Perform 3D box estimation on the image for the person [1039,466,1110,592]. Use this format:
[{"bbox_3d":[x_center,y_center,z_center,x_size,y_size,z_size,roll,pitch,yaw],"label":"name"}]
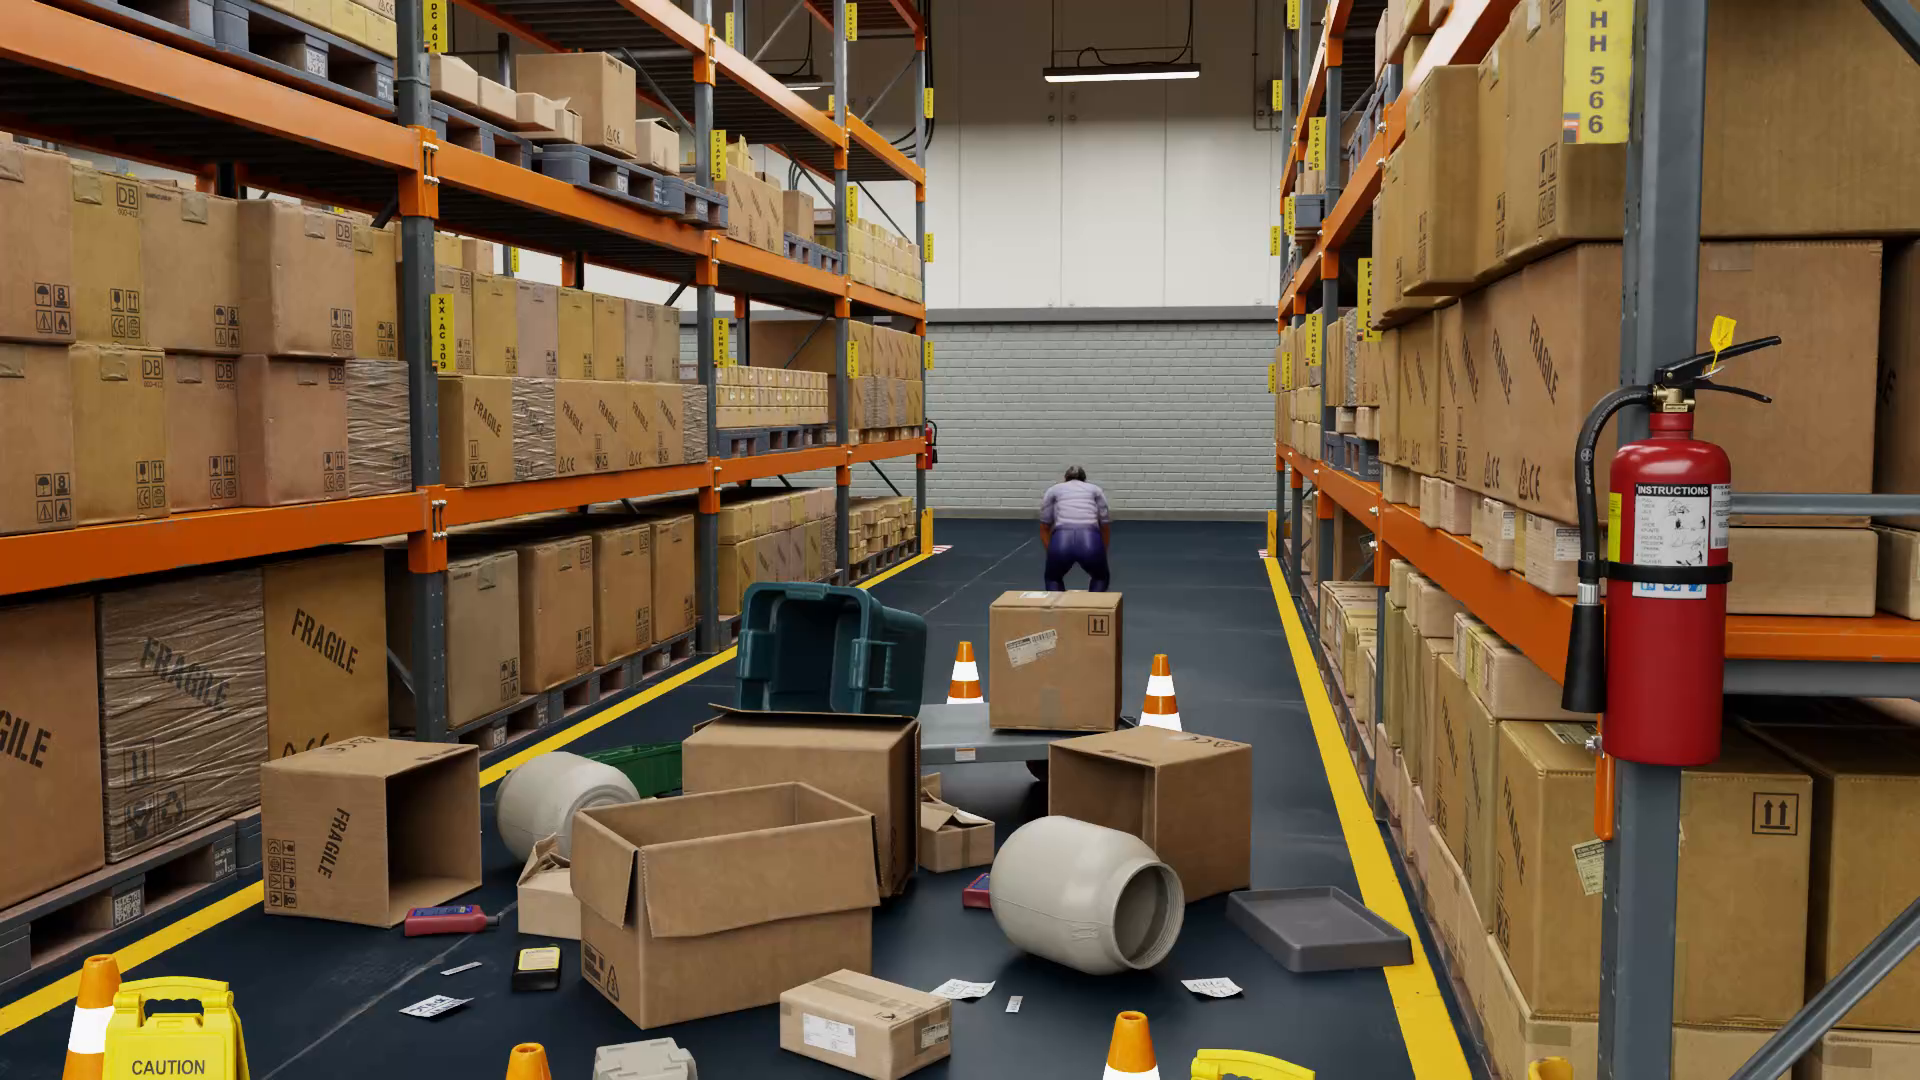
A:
[{"bbox_3d":[0.840,0.072,12.288,0.531,1.226,0.730,1,5,9],"label":"person"}]
